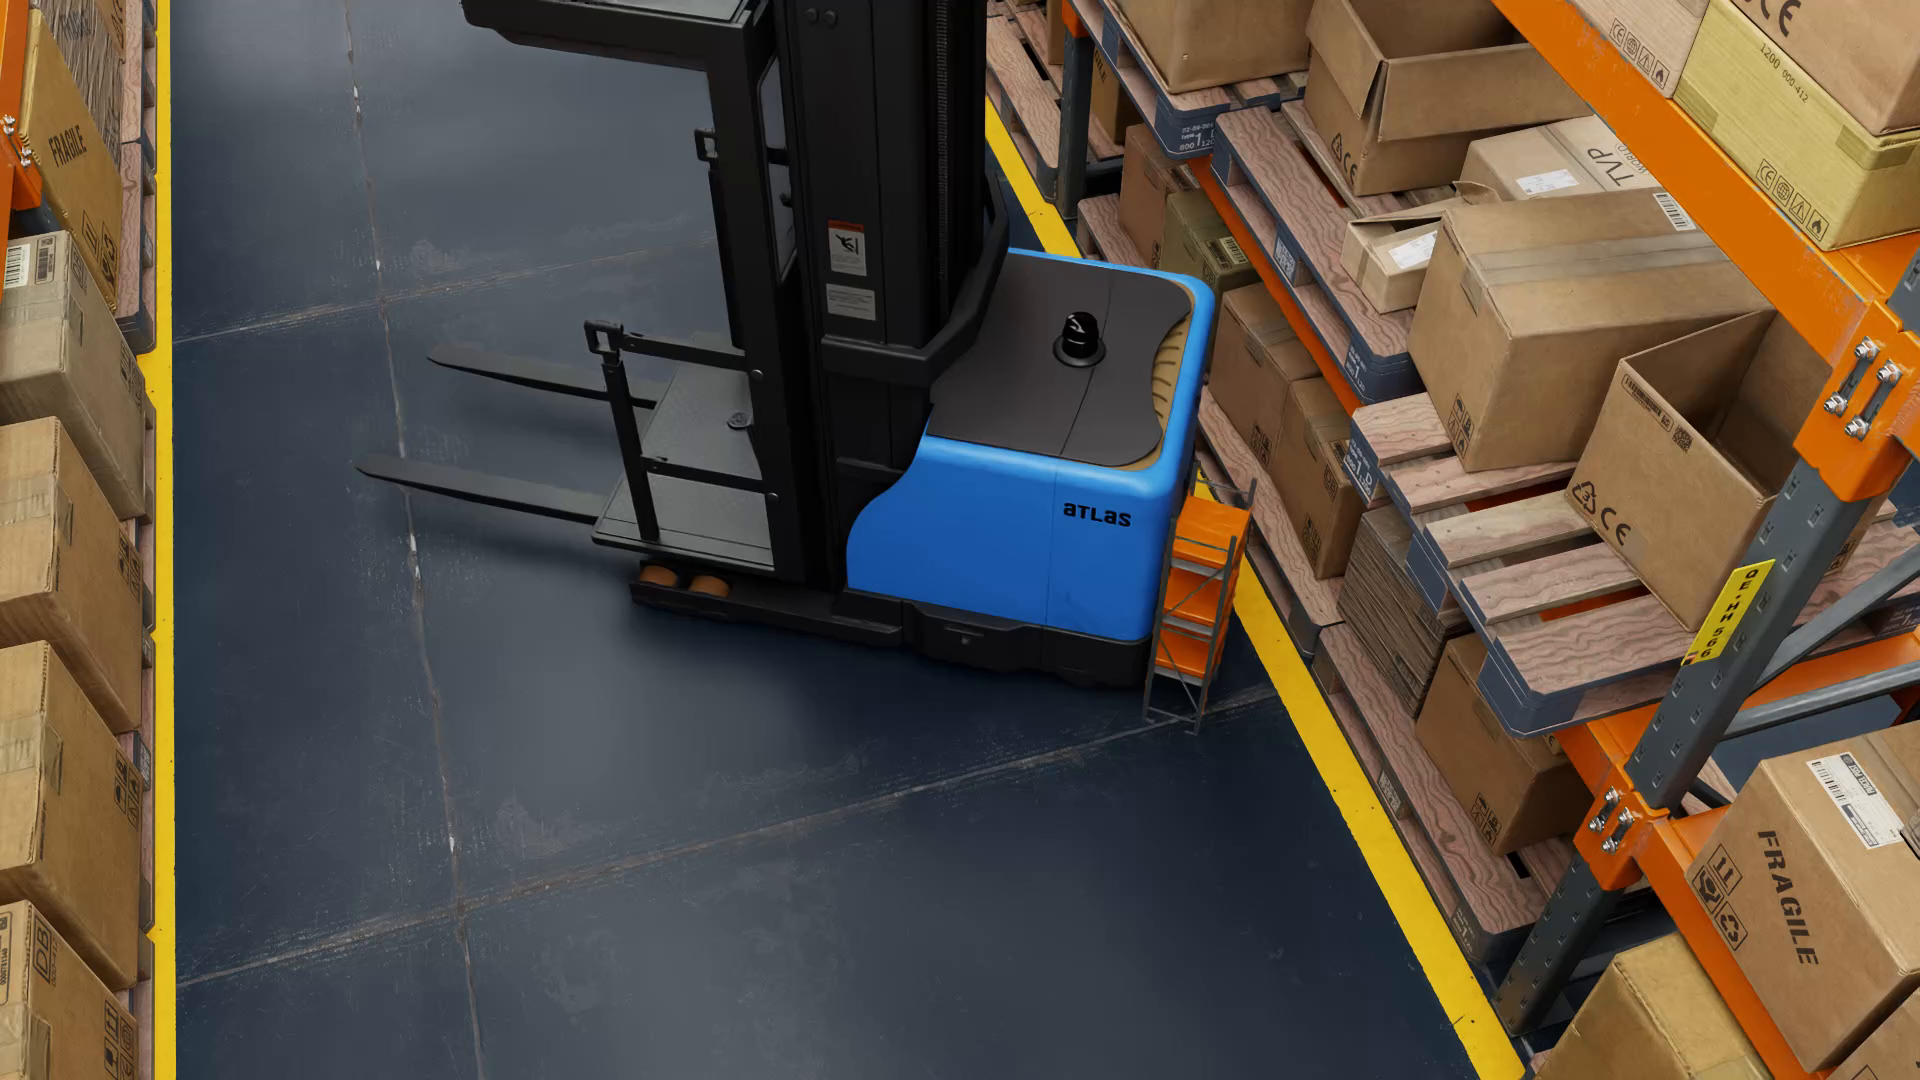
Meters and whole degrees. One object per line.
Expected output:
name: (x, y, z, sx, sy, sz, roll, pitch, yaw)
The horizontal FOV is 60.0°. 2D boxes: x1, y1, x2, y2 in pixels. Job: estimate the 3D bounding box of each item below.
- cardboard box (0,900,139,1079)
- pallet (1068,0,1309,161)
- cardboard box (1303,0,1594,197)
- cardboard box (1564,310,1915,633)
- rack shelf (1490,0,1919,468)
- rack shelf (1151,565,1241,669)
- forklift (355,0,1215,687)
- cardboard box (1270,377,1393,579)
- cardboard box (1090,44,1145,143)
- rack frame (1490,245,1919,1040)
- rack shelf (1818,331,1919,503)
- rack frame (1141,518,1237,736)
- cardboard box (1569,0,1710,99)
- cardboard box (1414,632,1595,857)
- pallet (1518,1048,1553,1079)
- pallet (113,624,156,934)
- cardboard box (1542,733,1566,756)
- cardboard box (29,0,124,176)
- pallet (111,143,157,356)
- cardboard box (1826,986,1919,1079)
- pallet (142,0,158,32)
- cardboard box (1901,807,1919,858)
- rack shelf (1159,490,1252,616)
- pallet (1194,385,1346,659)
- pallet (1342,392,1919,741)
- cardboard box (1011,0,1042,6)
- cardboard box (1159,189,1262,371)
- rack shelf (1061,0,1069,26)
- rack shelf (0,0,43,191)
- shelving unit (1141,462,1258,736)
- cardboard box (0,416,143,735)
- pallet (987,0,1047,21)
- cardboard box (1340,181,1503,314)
cardboard box: (-2.753, 1.545, 4.183, 1.050, 0.750, 0.750, -14, 51, -11)
pallet: (1.014, -1.896, 6.012, 1.003, 0.211, 1.213, -13, 51, -11)
cardboard box: (1.527, -1.473, 5.187, 0.797, 0.503, 0.637, -9, 50, -7)
cardboard box: (1.912, -0.181, 4.100, 0.500, 0.500, 0.500, -19, 52, -15)
rack shelf: (1.518, -1.823, 4.334, 1.077, 0.370, 4.000, -13, 51, -11)
rack shelf: (0.763, 0.222, 5.389, 0.215, 0.259, 0.240, 16, 52, 13)
forklift: (-0.702, -1.043, 5.212, 3.031, 2.935, 1.130, 11, 51, 9)
cardboard box: (1.542, -0.263, 5.857, 0.700, 0.500, 0.500, -9, 51, -8)
cardboard box: (0.846, -2.180, 7.486, 0.500, 0.500, 0.500, -15, 51, -12)
rack frame: (2.109, 0.372, 3.974, 1.000, 3.000, 0.127, -13, 51, -11)
rack shelf: (2.701, 1.098, 1.871, 1.077, 0.370, 4.000, -13, 51, -11)
rack frame: (0.720, 0.303, 5.308, 0.200, 1.050, 0.008, 16, 52, 13)
cardboard box: (1.575, -1.197, 3.434, 0.500, 0.250, 0.500, -13, 51, -11)
cardboard box: (1.892, 0.551, 5.170, 0.700, 0.500, 0.500, -16, 52, -13)
pallet: (2.271, 1.864, 4.541, 1.003, 0.211, 1.213, -13, 51, -11)
pallet: (-3.177, 0.836, 5.407, 1.003, 0.211, 1.213, -13, 51, -11)
cardboard box: (1.883, 0.312, 4.882, 0.500, 0.250, 0.500, -11, 51, -9)
cardboard box: (-4.231, -2.085, 7.161, 0.875, 0.875, 0.875, -13, 51, -11)
pallet: (-3.992, -1.176, 7.103, 1.003, 0.211, 1.213, -13, 51, -11)
cardboard box: (2.148, 1.133, 3.268, 0.500, 0.500, 0.500, -15, 51, -12)
pallet: (-4.713, -2.958, 8.606, 1.003, 0.211, 1.213, -13, 51, -11)
cardboard box: (2.310, 0.554, 3.099, 0.797, 0.503, 0.637, -12, 51, -10)
rack shelf: (0.763, 0.040, 5.172, 0.215, 0.259, 0.240, 16, 52, 13)
pallet: (1.523, -0.189, 6.272, 1.003, 0.211, 1.213, -13, 51, -11)
pallet: (1.797, -0.062, 4.466, 1.213, 0.211, 1.003, -13, 51, -11)
cardboard box: (0.411, -3.032, 8.205, 0.500, 0.500, 0.500, -17, 52, -14)
cardboard box: (1.211, -1.079, 6.545, 0.700, 0.500, 0.500, -14, 51, -11)
rack shelf: (0.335, -3.778, 7.944, 1.077, 0.370, 4.000, -13, 51, -11)
rack shelf: (-4.433, -2.730, 7.060, 1.077, 0.370, 4.000, -13, 51, -11)
shelving unit: (0.763, 0.216, 5.381, 0.215, 1.050, 0.252, 16, 52, 13)
cardboard box: (-3.290, 0.227, 5.294, 1.050, 0.750, 0.750, -13, 51, -11)
pallet: (0.330, -3.025, 8.663, 1.003, 0.211, 1.213, -13, 51, -11)
cardboard box: (1.358, -0.877, 4.840, 0.396, 0.266, 0.258, -15, 51, -12)
